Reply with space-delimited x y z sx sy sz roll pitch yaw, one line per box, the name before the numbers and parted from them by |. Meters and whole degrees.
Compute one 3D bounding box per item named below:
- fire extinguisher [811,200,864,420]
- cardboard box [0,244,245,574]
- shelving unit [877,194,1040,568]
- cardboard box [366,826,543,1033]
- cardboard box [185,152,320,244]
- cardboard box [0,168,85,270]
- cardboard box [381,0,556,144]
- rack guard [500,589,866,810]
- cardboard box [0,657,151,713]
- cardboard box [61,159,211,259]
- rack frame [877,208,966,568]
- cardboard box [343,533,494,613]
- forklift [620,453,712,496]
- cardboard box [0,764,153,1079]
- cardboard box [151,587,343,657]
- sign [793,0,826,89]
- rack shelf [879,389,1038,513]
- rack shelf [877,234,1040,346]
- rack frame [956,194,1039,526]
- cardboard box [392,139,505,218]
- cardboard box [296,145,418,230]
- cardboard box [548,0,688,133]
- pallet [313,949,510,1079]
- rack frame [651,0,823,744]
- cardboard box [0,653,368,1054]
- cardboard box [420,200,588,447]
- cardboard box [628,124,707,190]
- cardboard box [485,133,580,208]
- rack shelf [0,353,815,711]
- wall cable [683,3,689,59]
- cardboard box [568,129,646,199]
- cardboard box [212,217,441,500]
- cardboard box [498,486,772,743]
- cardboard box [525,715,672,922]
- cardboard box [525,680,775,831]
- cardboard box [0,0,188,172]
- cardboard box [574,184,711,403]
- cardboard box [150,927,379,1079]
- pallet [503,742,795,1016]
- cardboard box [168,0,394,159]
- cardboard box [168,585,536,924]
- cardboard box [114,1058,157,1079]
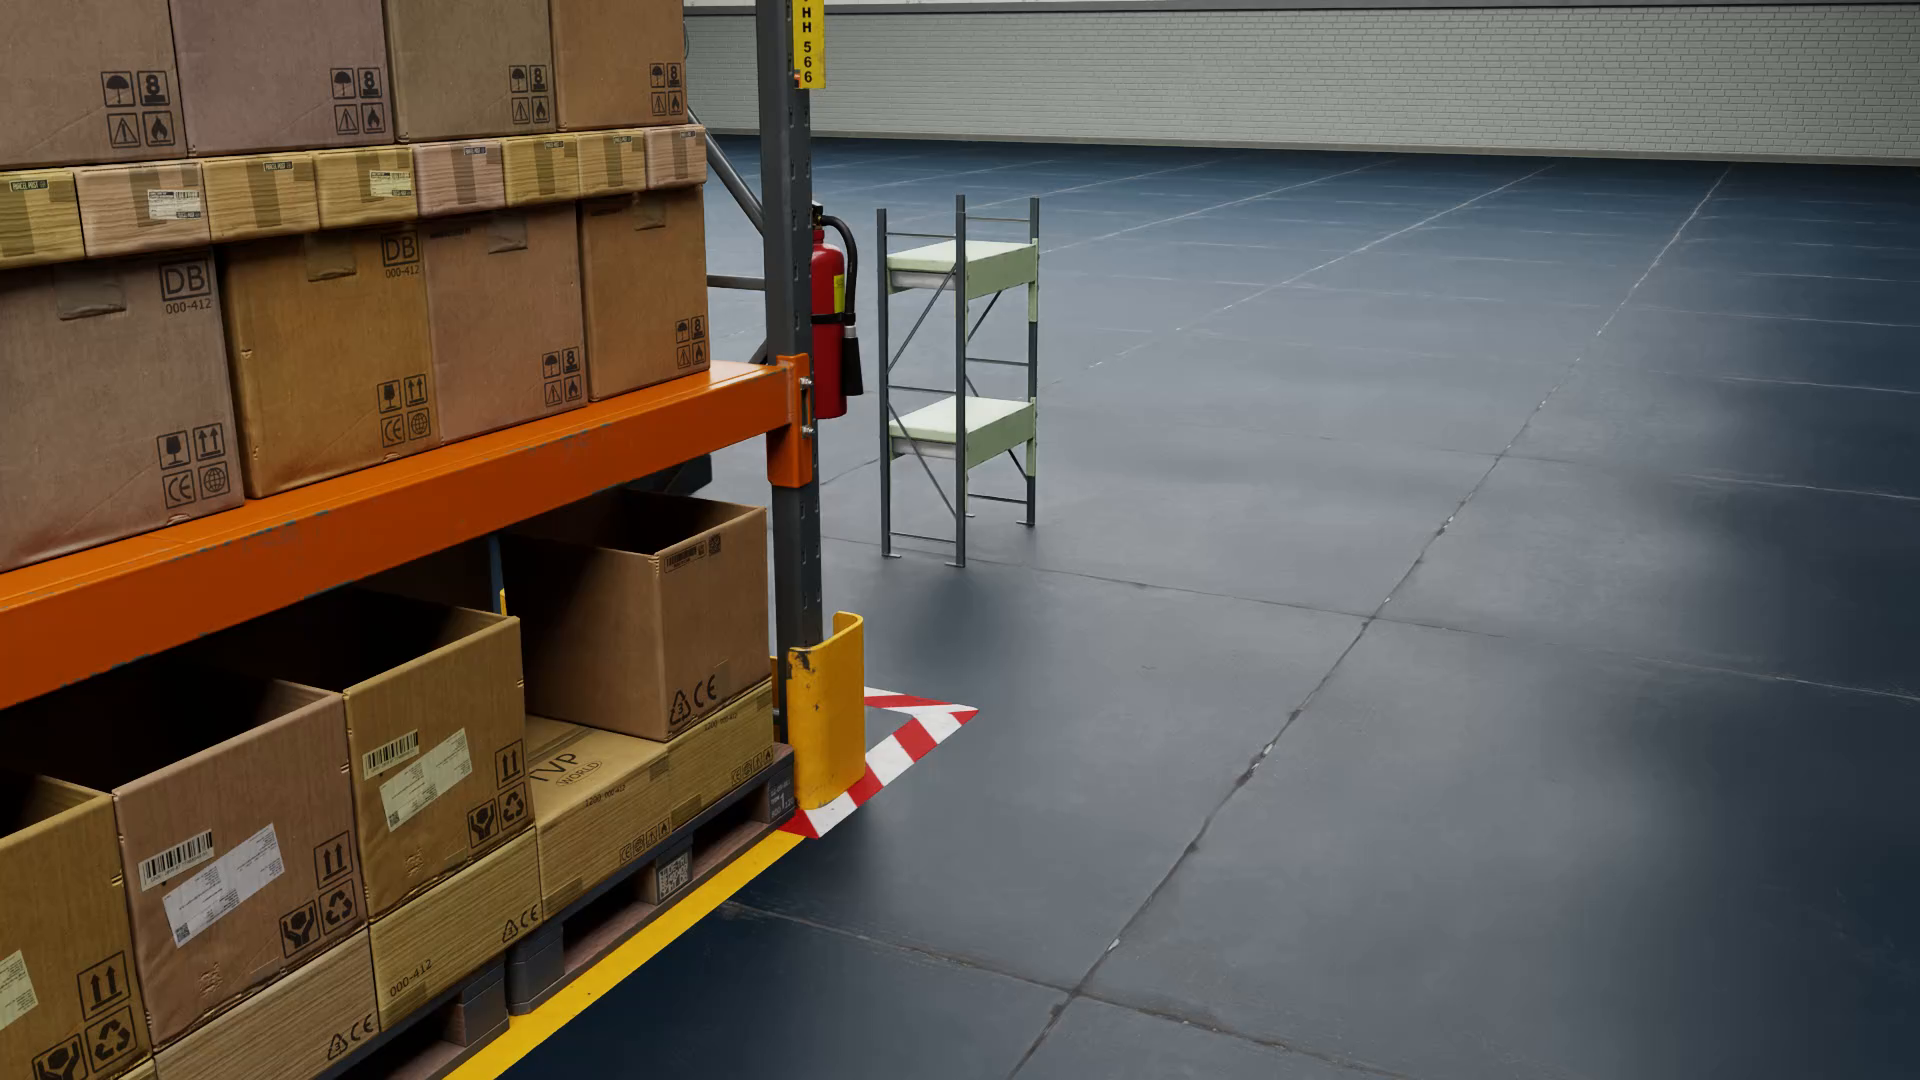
fire extinguisher | -0.410 -0.687 4.706 0.296 0.674 0.183 8 18 25
cardboard box | -1.787 -0.289 3.055 0.700 0.500 0.500 9 19 27
shelving unit | 0.003 -0.721 7.317 0.431 1.500 0.755 8 18 25
cardboard box | -1.288 0.794 3.674 0.500 0.250 0.500 8 18 25
cardboard box | -1.456 -0.661 3.166 0.380 0.149 0.250 9 19 27
cardboard box | -1.683 -0.532 2.733 0.380 0.149 0.250 8 18 25
cardboard box | -1.352 -1.158 3.700 0.700 0.500 0.500 8 18 24
rack guard | -0.867 0.439 5.169 1.175 0.500 0.348 8 18 25
cardboard box | -1.989 0.494 3.368 0.500 0.500 0.500 8 18 25
cardboard box | -1.570 -0.595 2.946 0.380 0.149 0.250 8 18 25
rack frame | -0.161 -0.627 7.003 0.400 1.500 0.023 8 18 25
cardboard box | -1.538 0.240 4.223 0.500 0.500 0.500 8 18 25
forklift | -2.806 -1.620 7.829 3.031 2.935 1.130 5 17 15
cardboard box | -1.731 0.690 2.708 0.500 0.500 0.500 8 18 25
cardboard box | -1.750 0.369 3.789 0.500 0.500 0.500 8 18 25
sign | -0.399 -1.349 4.350 0.100 0.325 0.005 8 18 25
rack shelf | 0.003 -0.408 7.409 0.431 0.370 0.720 8 18 25
rack shelf | 0.003 -1.095 7.205 0.431 0.370 0.720 8 18 25
rack frame | 0.167 -0.814 7.630 0.400 1.500 0.023 8 18 25
cardboard box | -1.223 -0.795 3.617 0.380 0.149 0.250 8 18 26
cardboard box | -1.340 -0.728 3.392 0.380 0.149 0.250 9 19 27
cardboard box | -1.122 -1.292 4.153 0.700 0.500 0.500 8 18 26
pallet | -1.729 1.093 3.473 1.003 0.211 1.213 8 18 25
rack frame | -0.878 -0.753 4.793 1.000 3.000 0.127 8 18 25
cardboard box | -1.510 0.562 3.138 0.500 0.500 0.500 8 18 25
cardboard box | -1.328 -0.550 3.931 0.700 0.500 0.500 9 19 27
cardboard box | -0.878 -0.991 4.277 0.380 0.149 0.250 8 18 24
cardboard box | -1.108 -0.859 3.832 0.380 0.149 0.250 8 18 25
rack shelf | -1.772 0.101 3.180 1.077 0.370 4.000 8 18 25
wall cable | -8.259 -13.454 42.471 3.097 2.526 0.112 8 18 25
cardboard box | -0.994 -0.924 4.052 0.380 0.149 0.250 9 19 27
cardboard box | -1.556 -0.424 3.508 0.700 0.500 0.500 8 18 26
cardboard box | -0.851 0.178 4.430 0.500 0.500 0.500 8 18 25
cardboard box | -1.066 0.666 4.104 0.500 0.250 0.500 8 18 25
cardboard box | -0.853 0.538 4.538 0.500 0.250 0.500 8 18 25
cardboard box | -1.800 -0.902 2.838 0.700 0.500 0.500 8 18 25
cardboard box | -1.098 -0.684 4.383 0.700 0.500 0.500 8 18 25
cardboard box | -1.513 0.921 3.246 0.500 0.250 0.500 8 18 25
pallet | -1.182 0.783 4.516 1.003 0.211 1.213 8 18 25
cardboard box | -1.576 -1.029 3.267 0.700 0.500 0.500 8 18 26
cardboard box | -1.285 0.435 3.566 0.500 0.500 0.500 8 18 25
cardboard box | -1.731 1.049 2.815 0.500 0.250 0.500 8 18 25
